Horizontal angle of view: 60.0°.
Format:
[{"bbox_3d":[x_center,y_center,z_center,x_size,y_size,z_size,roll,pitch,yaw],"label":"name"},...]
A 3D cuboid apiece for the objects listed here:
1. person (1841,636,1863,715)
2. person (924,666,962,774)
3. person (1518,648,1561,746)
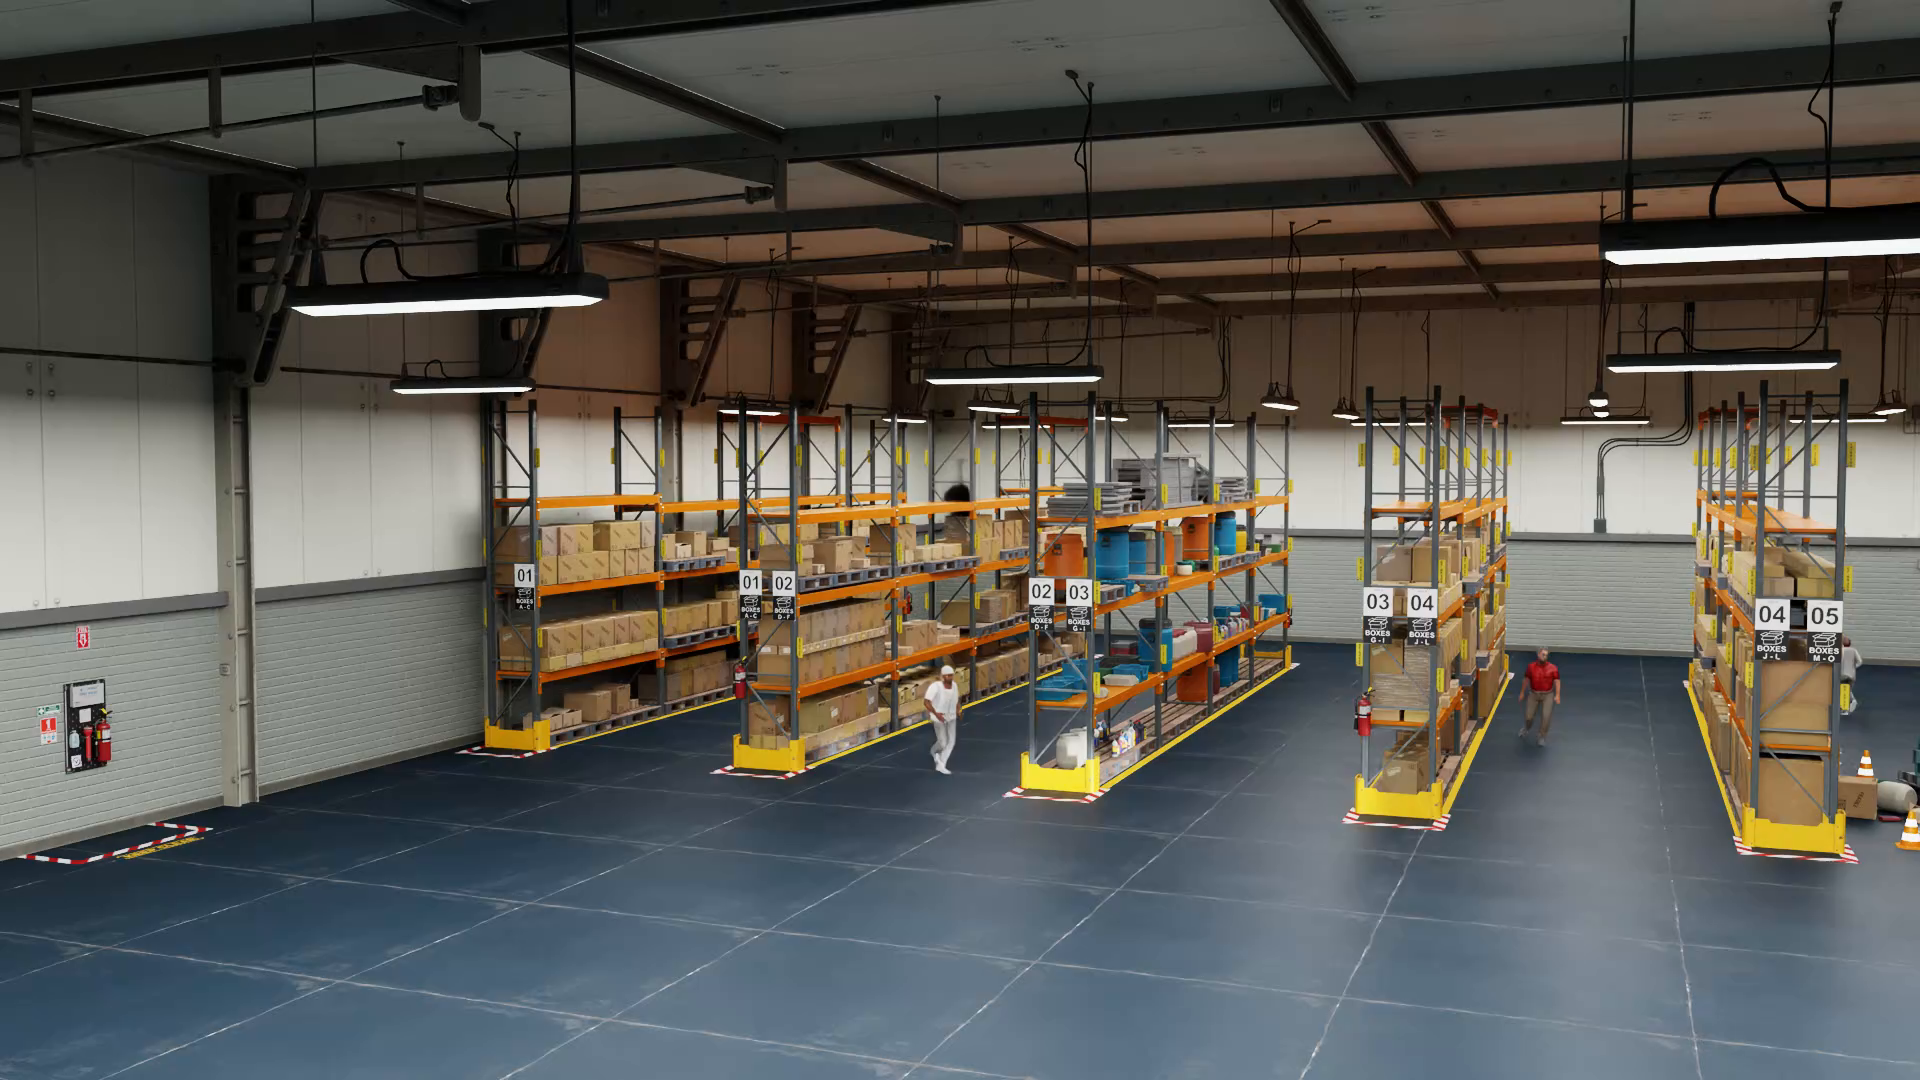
[{"bbox_3d":[17.280,2.649,32.351,0.539,1.534,0.576,0,3,9],"label":"person"},{"bbox_3d":[-0.304,2.844,26.536,0.688,1.714,0.669,-2,3,-28],"label":"person"},{"bbox_3d":[10.121,2.720,29.027,0.710,1.689,0.682,1,3,22],"label":"person"}]
